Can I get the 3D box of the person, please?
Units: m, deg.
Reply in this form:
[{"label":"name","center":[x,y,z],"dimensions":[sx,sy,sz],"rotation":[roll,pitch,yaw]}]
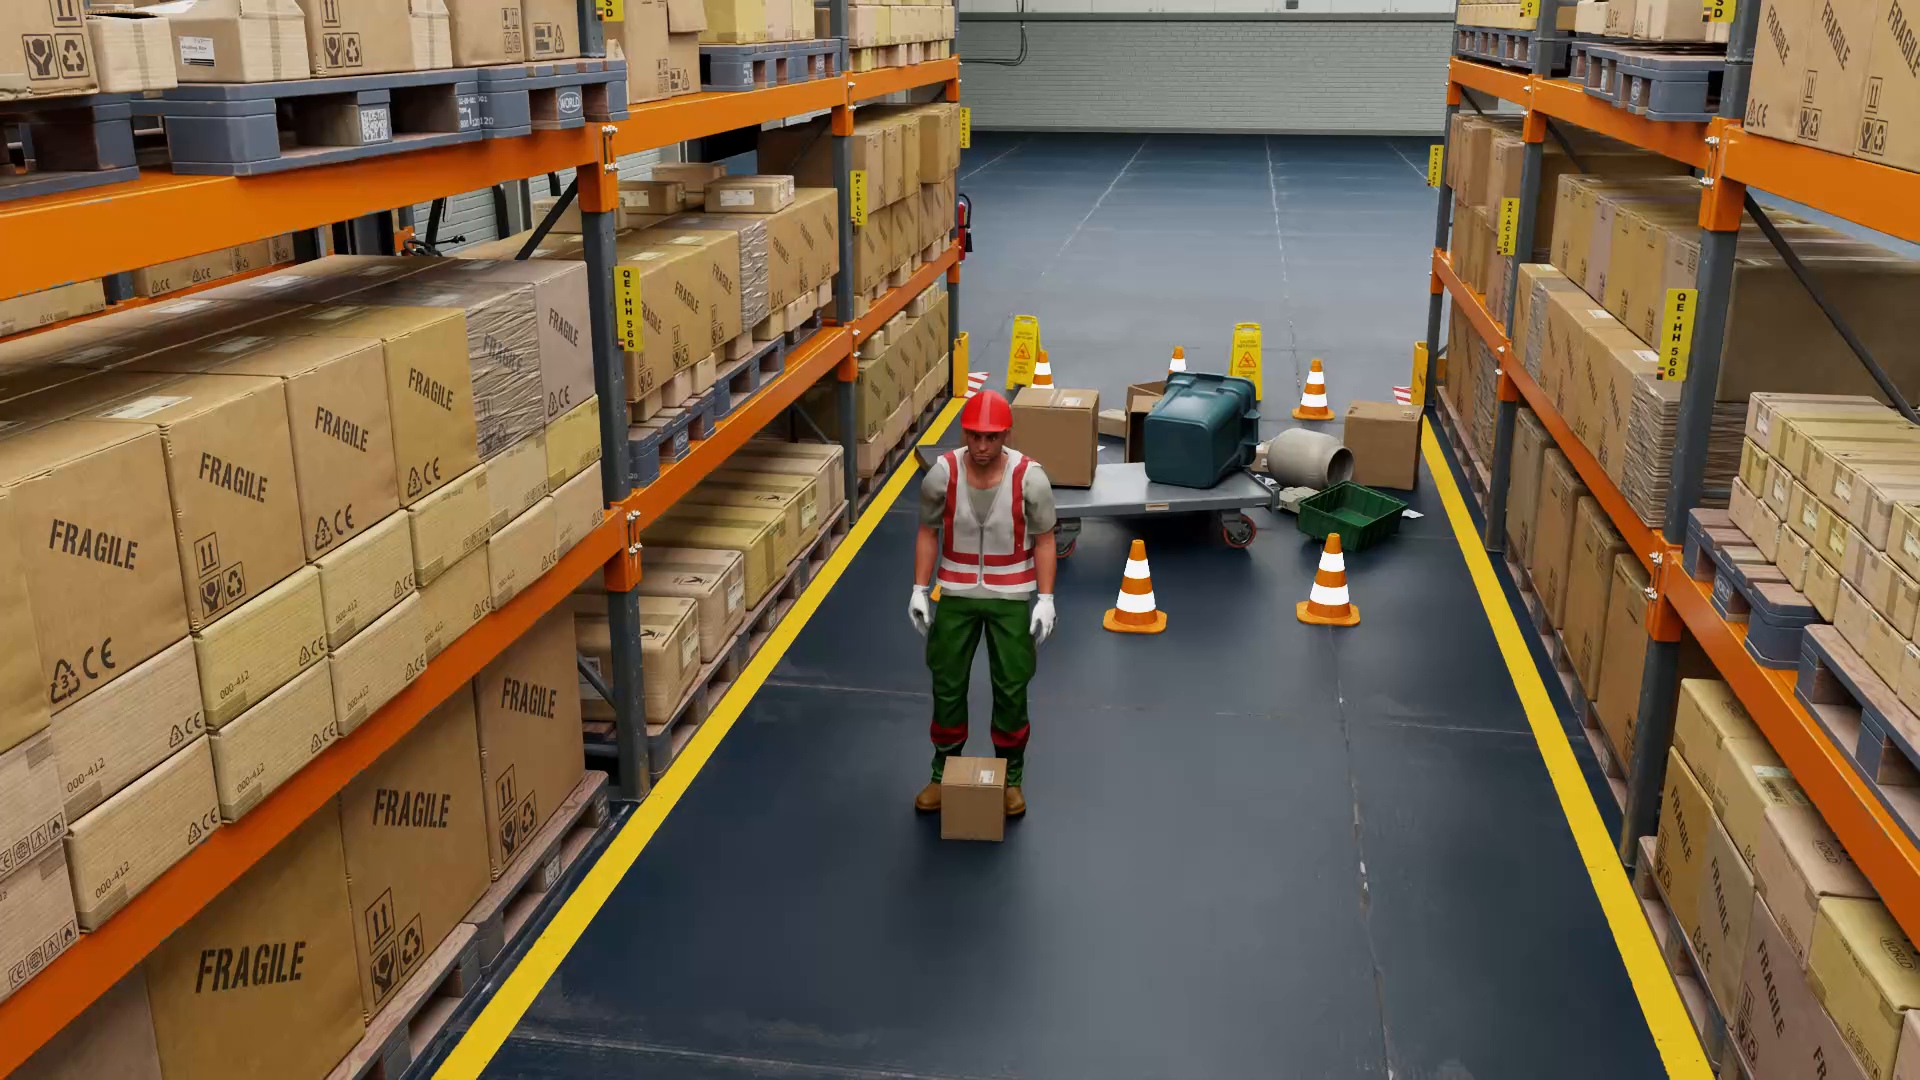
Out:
[{"label":"person","center":[0.092,0.254,6.736],"dimensions":[0.608,1.777,0.449],"rotation":[3,18,9]}]
